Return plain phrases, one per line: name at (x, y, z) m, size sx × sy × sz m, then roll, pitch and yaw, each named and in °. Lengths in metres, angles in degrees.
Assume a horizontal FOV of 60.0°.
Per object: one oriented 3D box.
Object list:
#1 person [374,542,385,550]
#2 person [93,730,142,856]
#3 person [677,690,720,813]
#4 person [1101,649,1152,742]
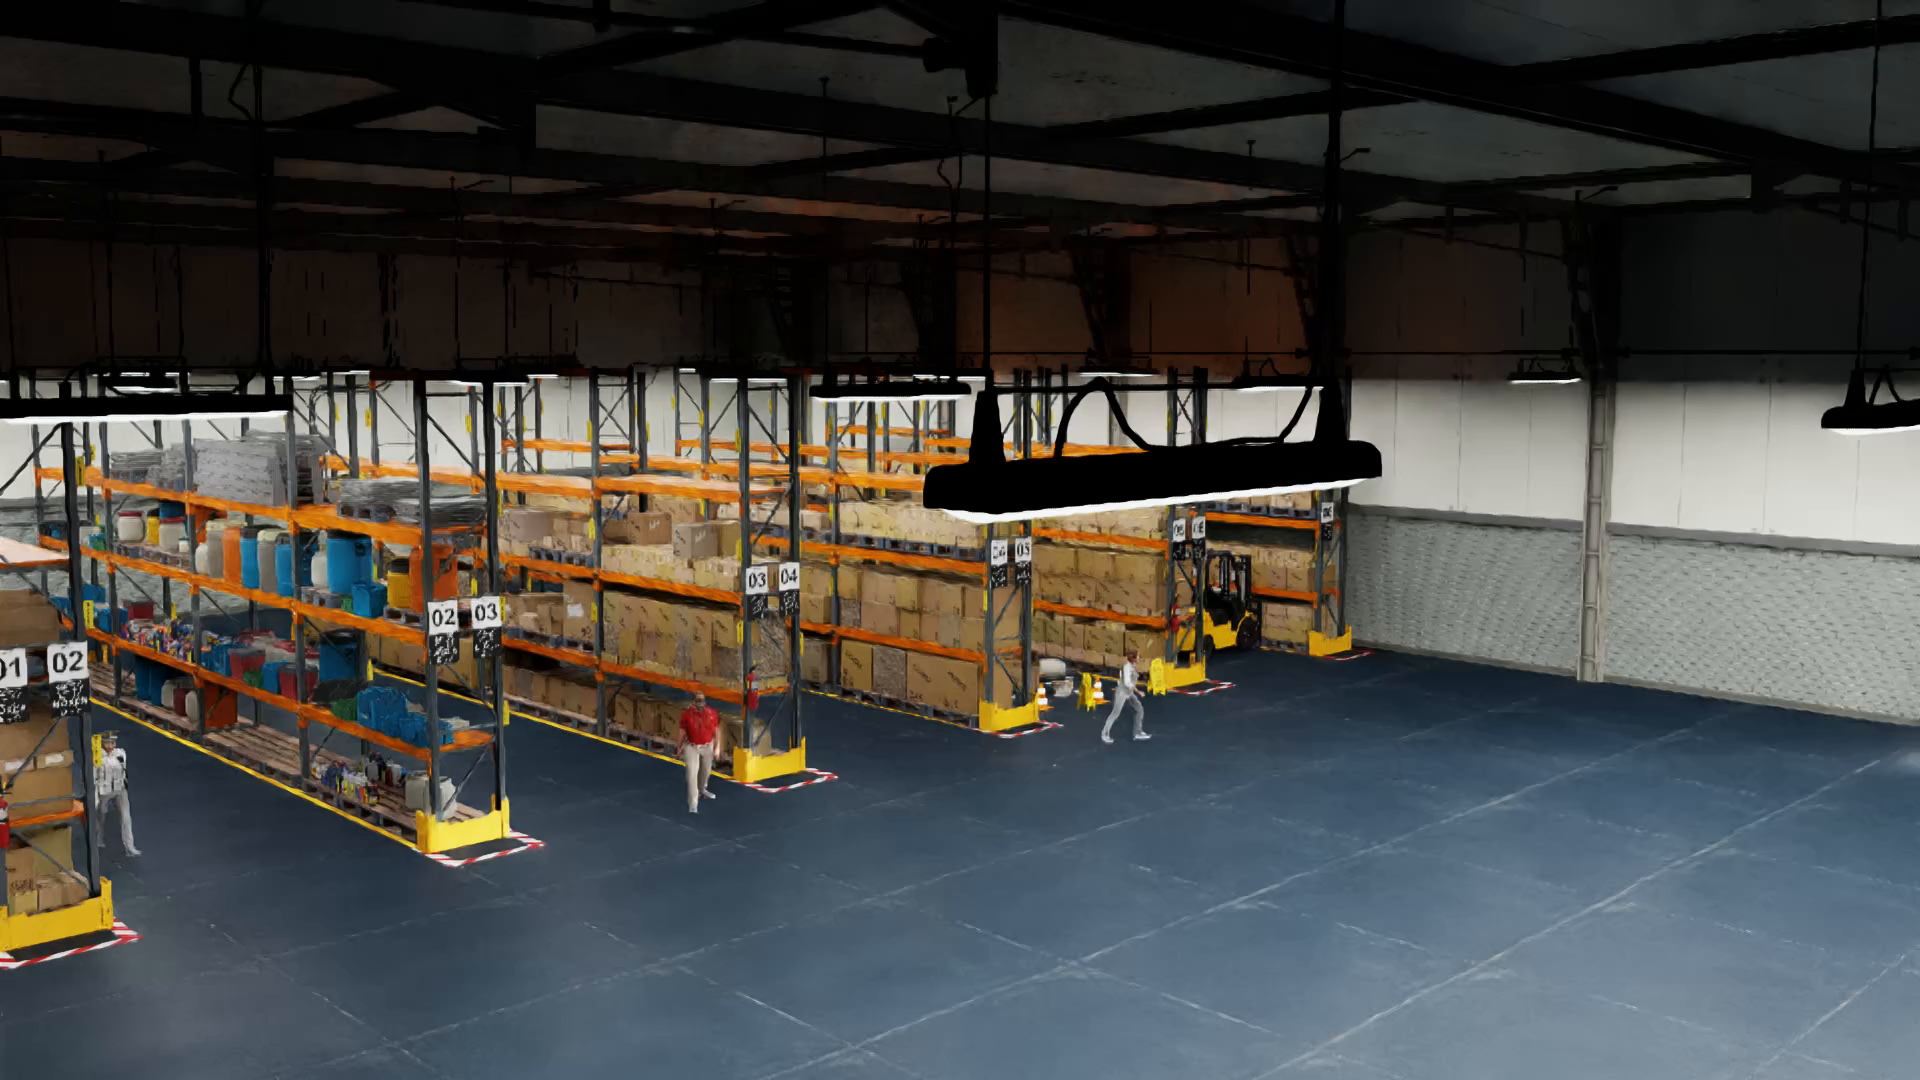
person at (-14.433, 0.880, 41.019) m, size 0.525 × 1.669 × 0.526 m, roll 1°, pitch 7°, yaw 9°
person at (-10.717, 3.162, 20.958) m, size 0.495 × 1.589 × 1.086 m, roll -6°, pitch 9°, yaw -42°
person at (-3.623, 2.897, 23.133) m, size 0.581 × 1.674 × 0.982 m, roll -3°, pitch 7°, yaw -22°
person at (2.697, 2.514, 27.044) m, size 0.749 × 1.535 × 0.574 m, roll 3°, pitch 7°, yaw 26°
